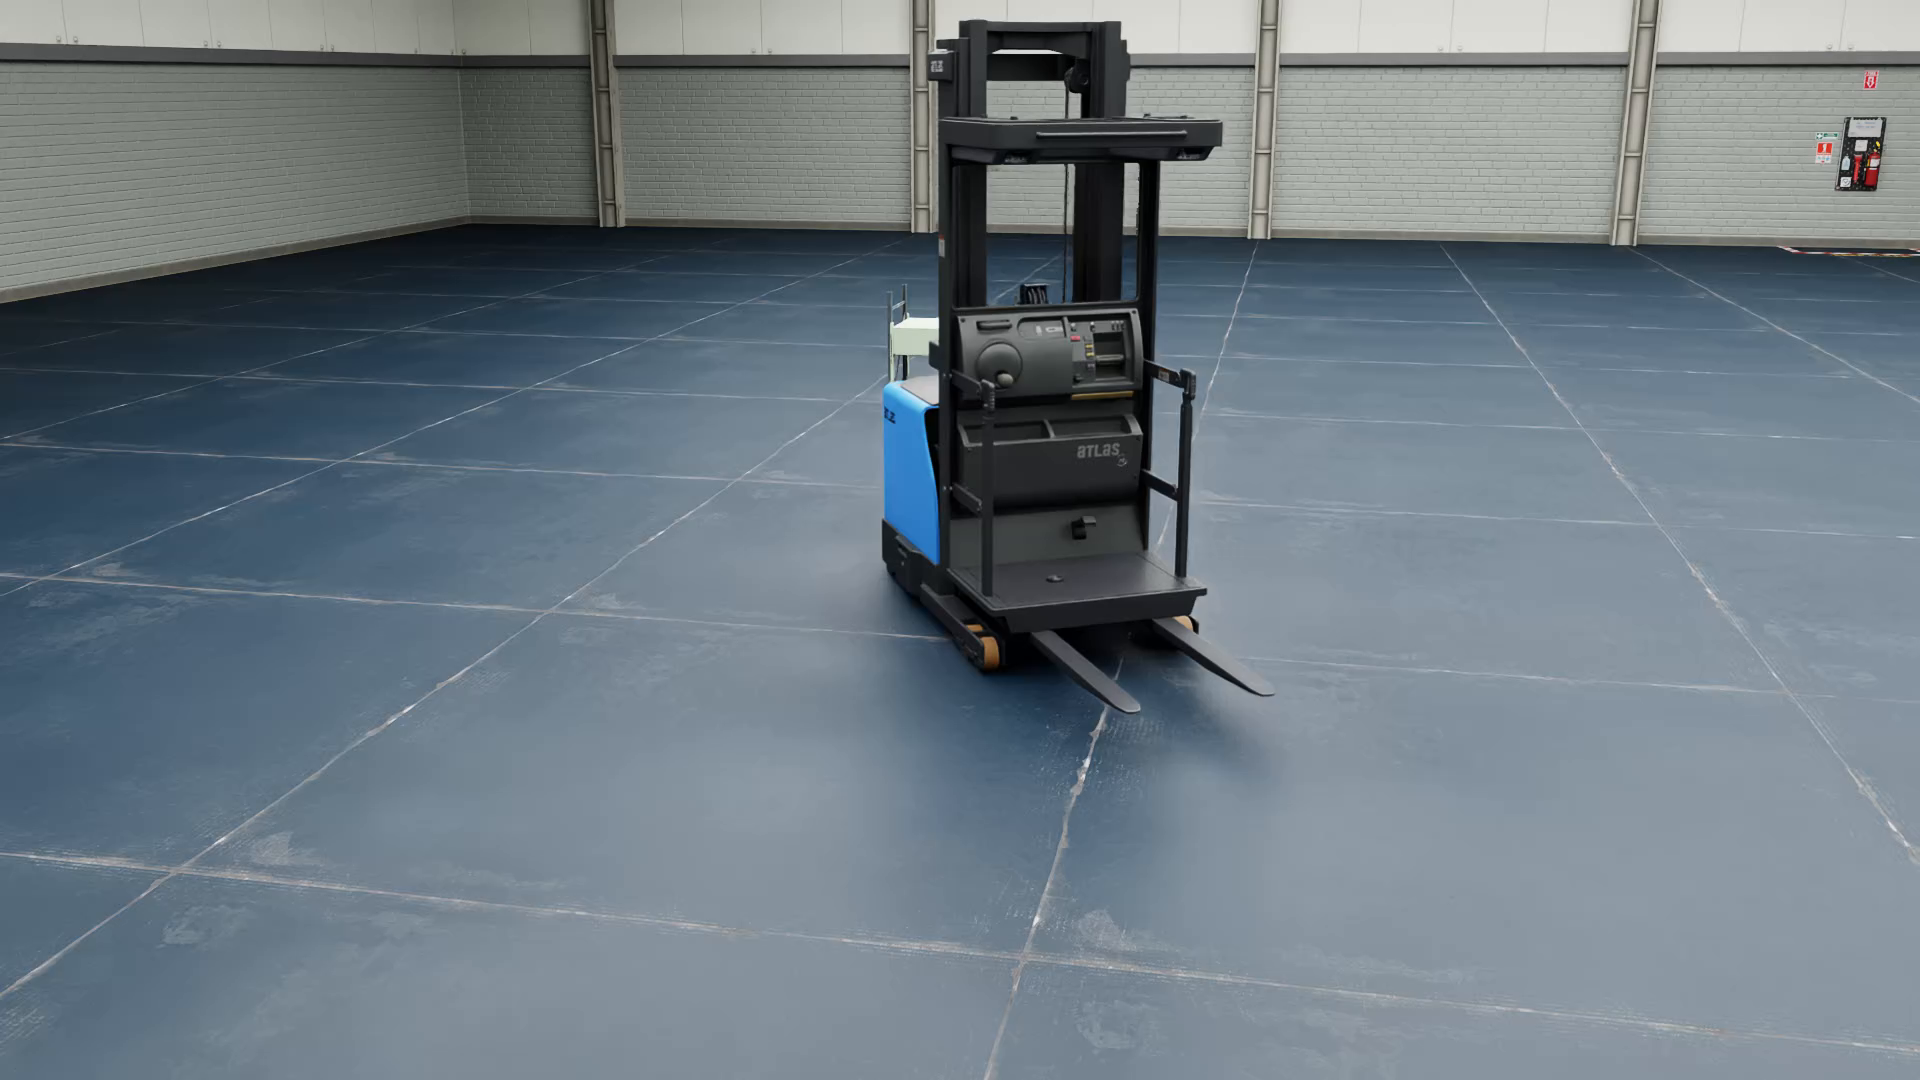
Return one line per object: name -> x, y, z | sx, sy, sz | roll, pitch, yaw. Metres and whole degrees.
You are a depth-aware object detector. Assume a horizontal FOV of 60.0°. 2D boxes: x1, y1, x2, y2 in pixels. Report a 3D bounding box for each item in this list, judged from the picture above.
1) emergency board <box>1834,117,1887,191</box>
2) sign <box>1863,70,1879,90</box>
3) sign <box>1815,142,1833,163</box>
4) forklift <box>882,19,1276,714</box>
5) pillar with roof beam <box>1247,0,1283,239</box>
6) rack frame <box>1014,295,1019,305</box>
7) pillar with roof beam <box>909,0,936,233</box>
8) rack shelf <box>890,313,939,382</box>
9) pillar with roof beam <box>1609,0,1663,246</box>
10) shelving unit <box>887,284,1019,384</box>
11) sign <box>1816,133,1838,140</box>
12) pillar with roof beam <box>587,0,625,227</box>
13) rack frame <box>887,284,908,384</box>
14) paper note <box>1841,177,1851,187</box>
emergency board -> 14.565, -6.219, 26.823 | 0.643, 1.169, 0.194 | 3, 16, 11
sign -> 14.577, -7.362, 26.610 | 0.199, 0.298, 0.001 | 3, 16, 11
sign -> 14.044, -6.292, 27.022 | 0.234, 0.329, 0.001 | 3, 16, 11
forklift -> 0.510, -0.917, 7.814 | 1.130, 2.935, 3.031 | -5, 16, -18
pillar with roof beam -> 4.362, -8.481, 23.751 | 0.400, 9.000, 9.100 | 3, 16, 11
rack frame -> 0.352, -0.704, 9.723 | 0.023, 1.500, 0.400 | 3, 16, 11
pillar with roof beam -> -1.518, -8.800, 24.903 | 0.400, 9.000, 9.100 | 3, 16, 11
rack shelf -> -0.007, -1.099, 9.689 | 0.720, 0.370, 0.431 | 3, 16, 11
pillar with roof beam -> 10.241, -8.162, 22.599 | 0.400, 9.000, 9.100 | 3, 16, 11
shelving unit -> -0.007, -0.723, 9.793 | 0.755, 1.500, 0.431 | 3, 16, 11
sign -> 14.046, -6.545, 26.942 | 0.331, 0.109, 0.001 | 3, 16, 11
pillar with roof beam -> -7.398, -9.119, 26.056 | 0.400, 9.000, 9.100 | 3, 16, 11
rack frame -> -0.365, -0.743, 9.863 | 0.023, 1.500, 0.400 | 3, 16, 11
paper note -> 14.405, -5.822, 27.040 | 0.142, 0.148, 0.016 | 3, 16, 11
